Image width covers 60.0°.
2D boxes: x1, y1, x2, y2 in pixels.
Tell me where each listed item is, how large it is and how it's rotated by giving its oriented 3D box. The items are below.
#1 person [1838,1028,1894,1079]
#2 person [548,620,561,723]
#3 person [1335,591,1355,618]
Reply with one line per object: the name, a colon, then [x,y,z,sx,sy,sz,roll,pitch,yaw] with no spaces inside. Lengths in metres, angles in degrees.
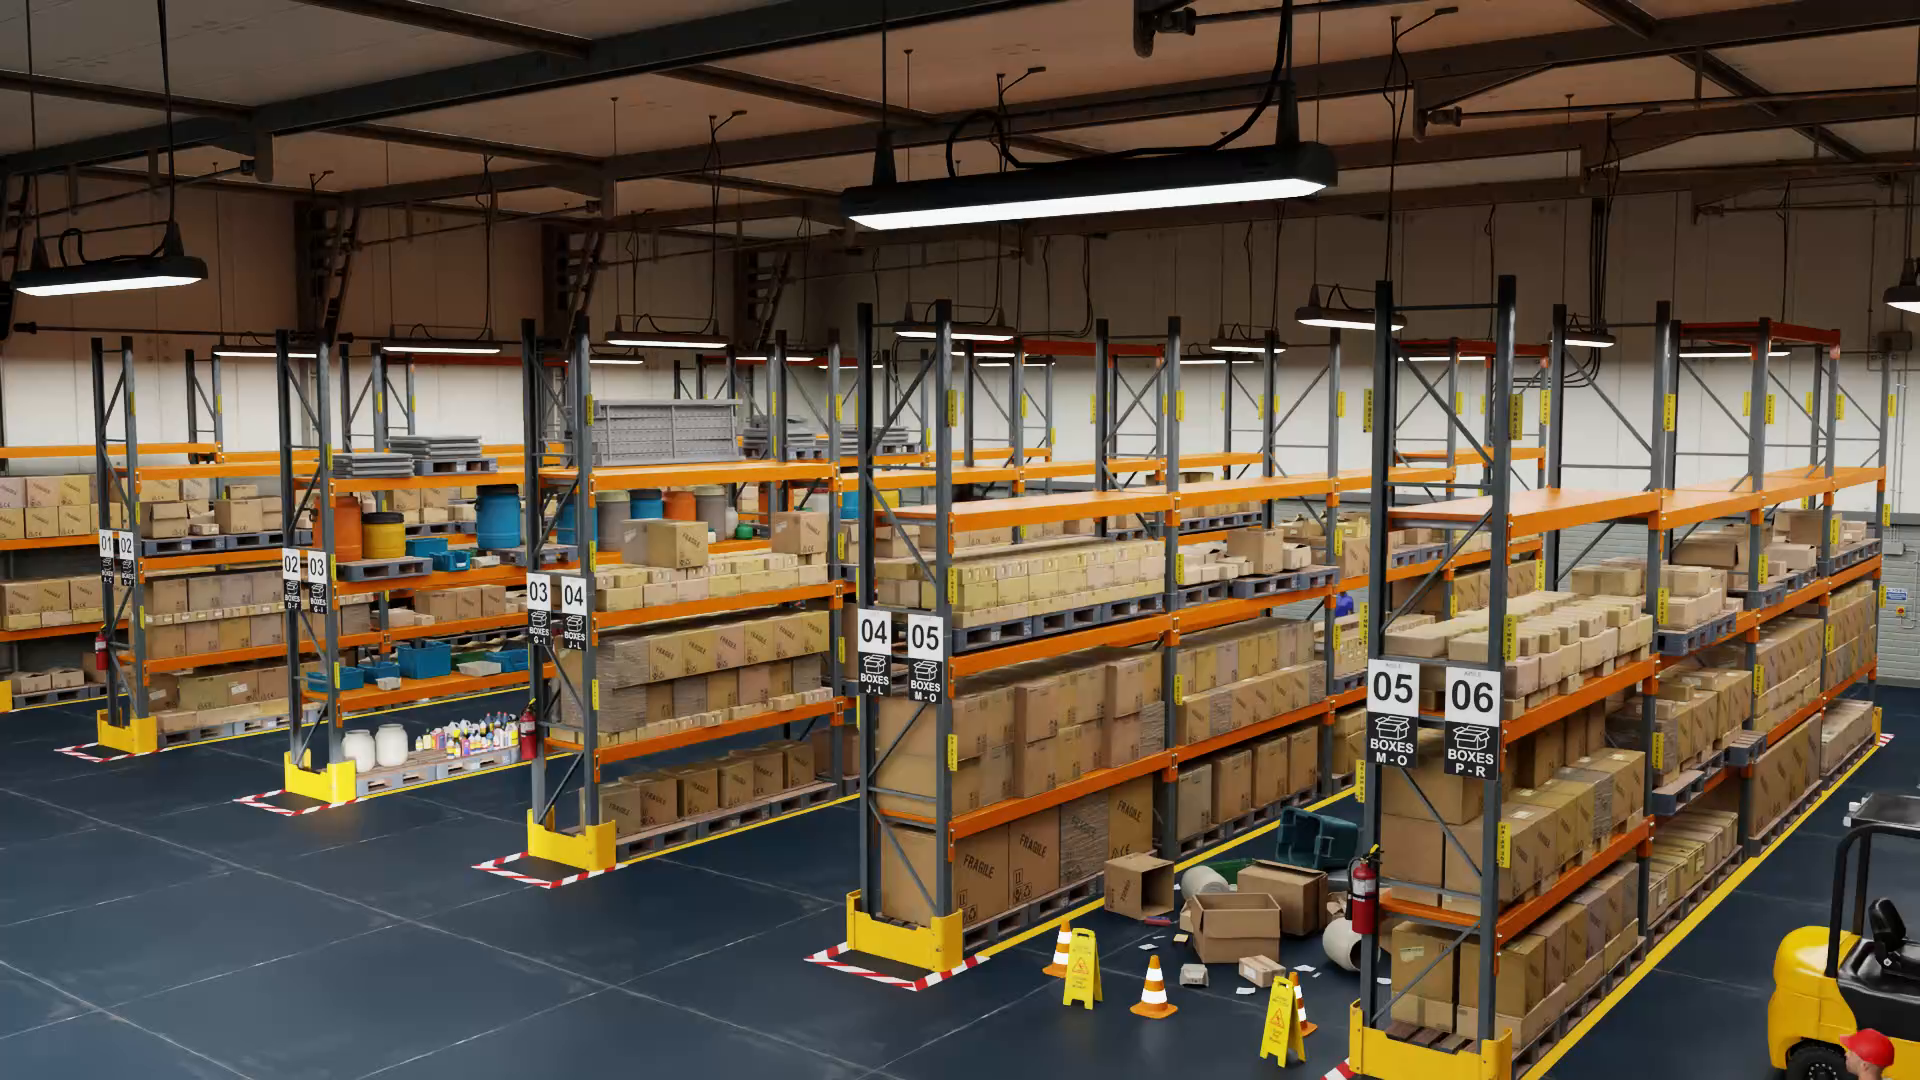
person: [4.874,3.512,9.033,1.088,1.748,0.494,2,5,21]
person: [-6.409,2.063,25.935,0.601,1.823,0.421,-1,5,-13]
person: [7.292,1.594,31.783,0.515,1.607,0.930,2,5,20]
